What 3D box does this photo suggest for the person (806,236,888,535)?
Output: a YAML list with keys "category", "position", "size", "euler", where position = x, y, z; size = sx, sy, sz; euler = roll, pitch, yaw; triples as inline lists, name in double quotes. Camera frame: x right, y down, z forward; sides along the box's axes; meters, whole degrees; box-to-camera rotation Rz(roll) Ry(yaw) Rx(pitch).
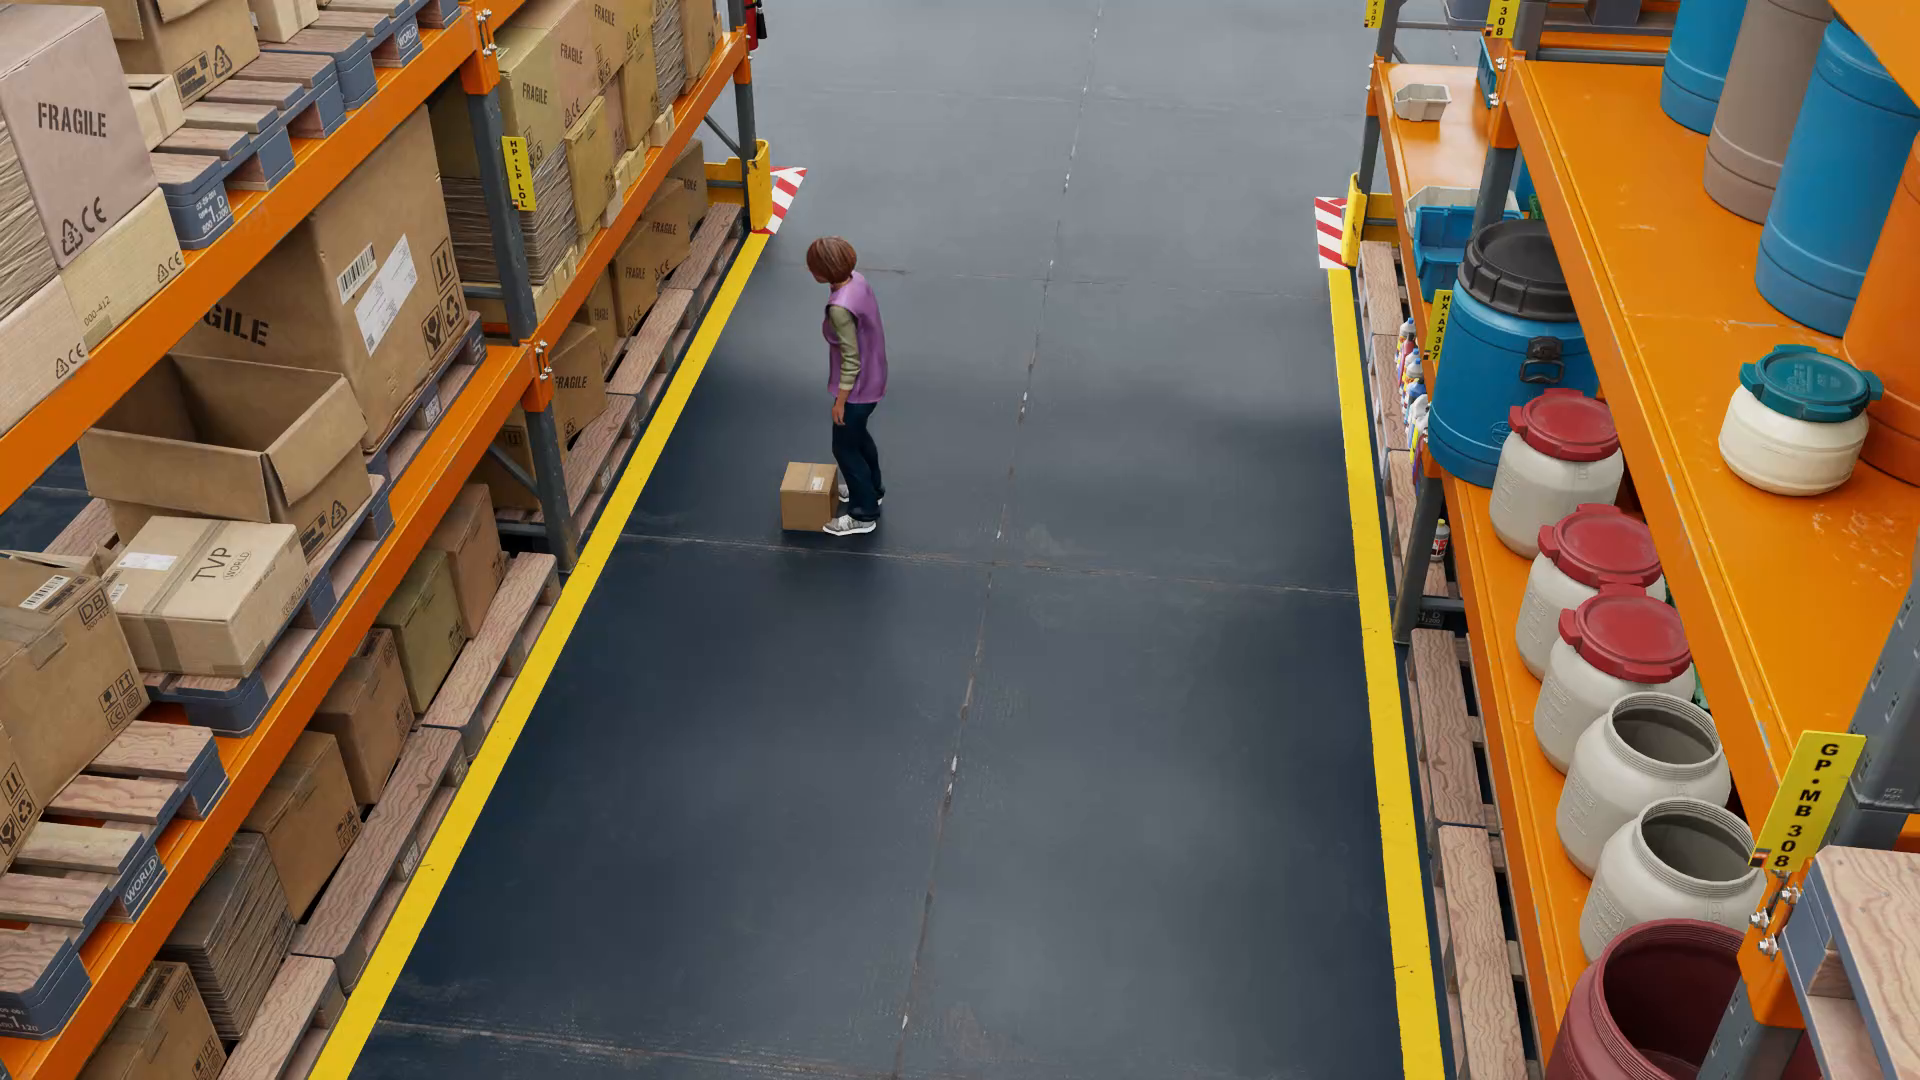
- category: "person"
  position: [-0.525, -0.725, 8.060]
  size: [0.350, 1.546, 0.472]
  euler: [4, 37, 5]
